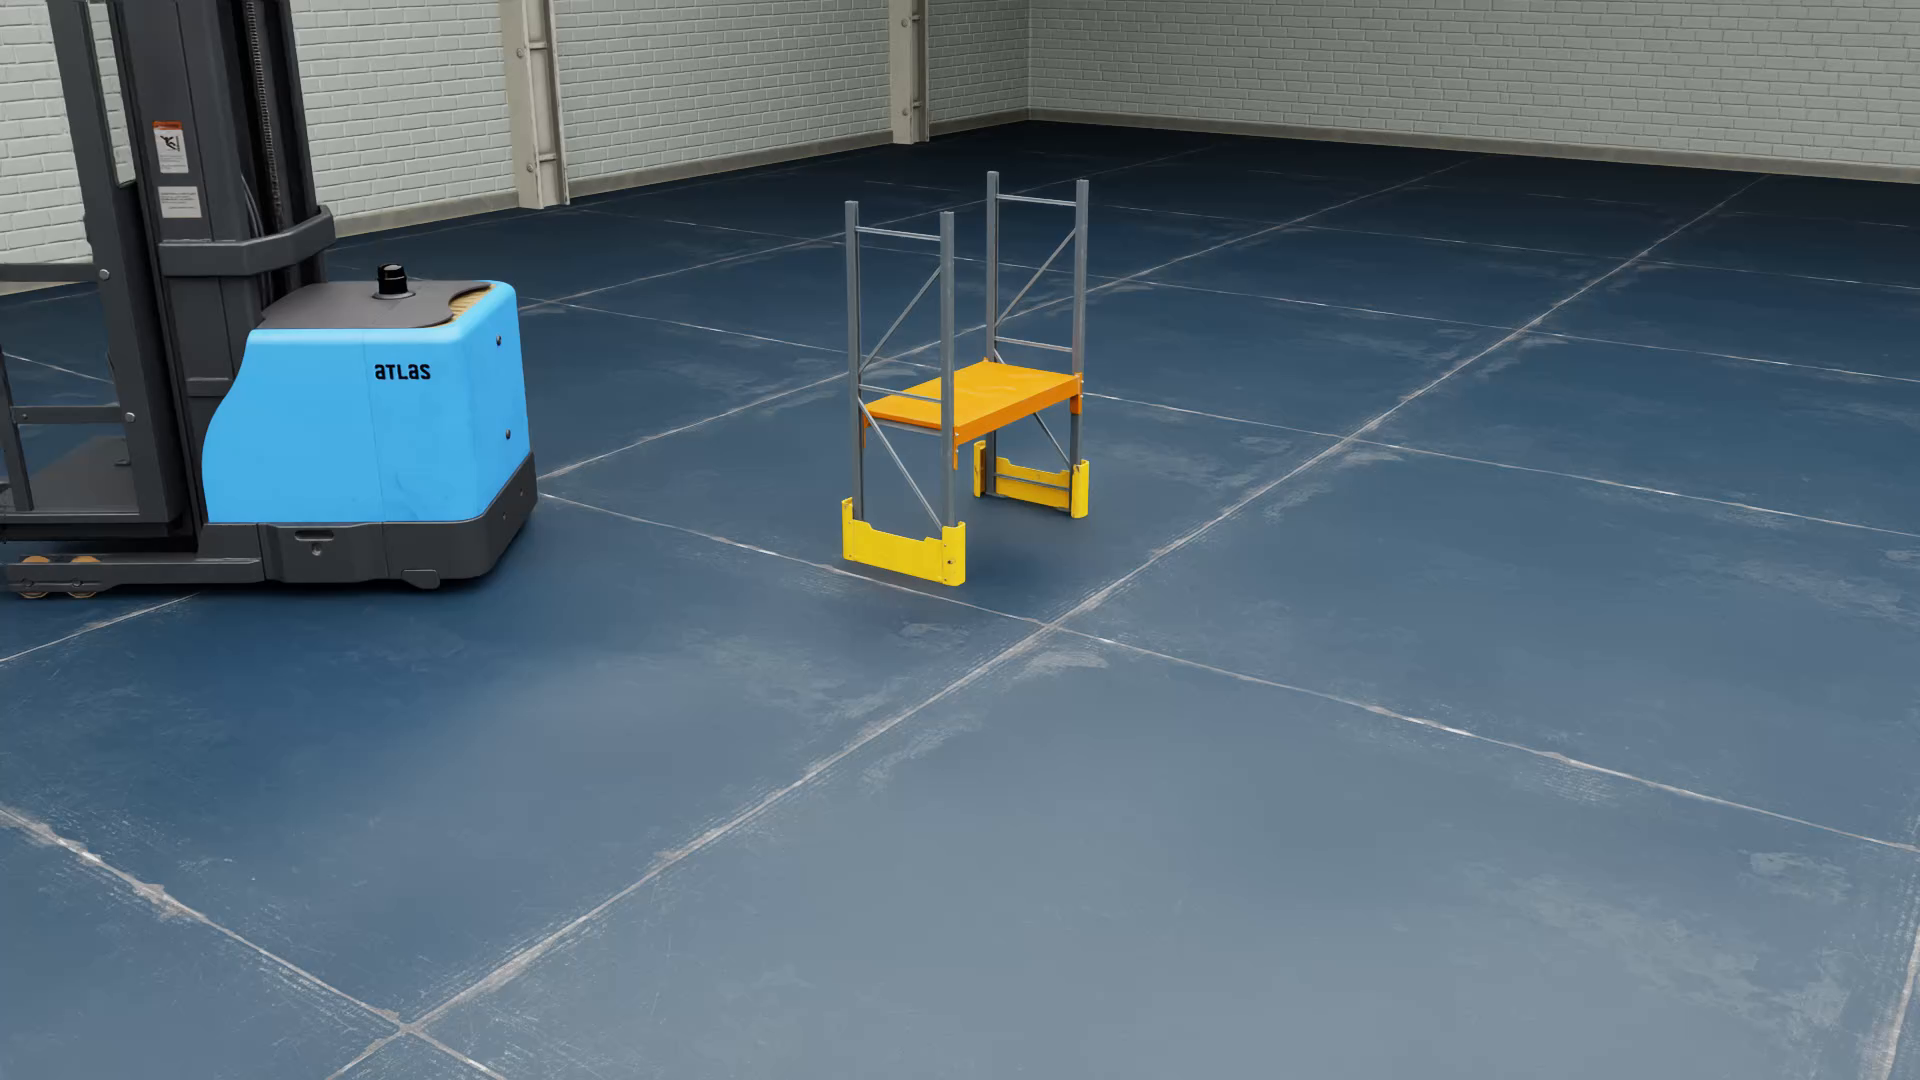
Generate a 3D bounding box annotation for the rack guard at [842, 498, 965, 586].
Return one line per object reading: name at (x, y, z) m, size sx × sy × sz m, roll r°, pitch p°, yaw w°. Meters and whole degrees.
rack guard at (-0.237, 0.004, 6.894) m, size 0.587 × 0.250 × 0.087 m, roll 13°, pitch 24°, yaw 32°

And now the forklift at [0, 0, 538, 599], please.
forklift at (-3.419, -1.326, 6.625) m, size 3.031 × 2.935 × 1.130 m, roll 0°, pitch 20°, yaw -1°

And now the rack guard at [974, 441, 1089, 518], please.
rack guard at (0.323, -0.282, 7.667) m, size 0.587 × 0.250 × 0.087 m, roll 13°, pitch 24°, yaw 32°

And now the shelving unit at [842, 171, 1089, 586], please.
shelving unit at (0.043, -0.725, 7.064) m, size 0.587 × 1.500 × 1.083 m, roll 13°, pitch 24°, yaw 32°

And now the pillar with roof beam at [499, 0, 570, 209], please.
pillar with roof beam at (-0.429, -6.590, 12.111) m, size 9.100 × 9.000 × 0.400 m, roll 13°, pitch 24°, yaw 32°

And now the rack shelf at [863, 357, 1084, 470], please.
rack shelf at (0.048, -0.559, 7.133) m, size 0.538 × 0.185 × 1.000 m, roll 13°, pitch 24°, yaw 32°

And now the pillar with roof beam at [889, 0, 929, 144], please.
pillar with roof beam at (2.944, -8.312, 16.765) m, size 9.100 × 9.000 × 0.400 m, roll 13°, pitch 24°, yaw 32°

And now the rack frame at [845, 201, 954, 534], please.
rack frame at (-0.238, -0.582, 6.677) m, size 0.500 × 1.500 × 0.032 m, roll 13°, pitch 24°, yaw 32°

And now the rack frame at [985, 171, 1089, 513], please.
rack frame at (0.334, -0.874, 7.465) m, size 0.500 × 1.500 × 0.032 m, roll 13°, pitch 24°, yaw 32°
